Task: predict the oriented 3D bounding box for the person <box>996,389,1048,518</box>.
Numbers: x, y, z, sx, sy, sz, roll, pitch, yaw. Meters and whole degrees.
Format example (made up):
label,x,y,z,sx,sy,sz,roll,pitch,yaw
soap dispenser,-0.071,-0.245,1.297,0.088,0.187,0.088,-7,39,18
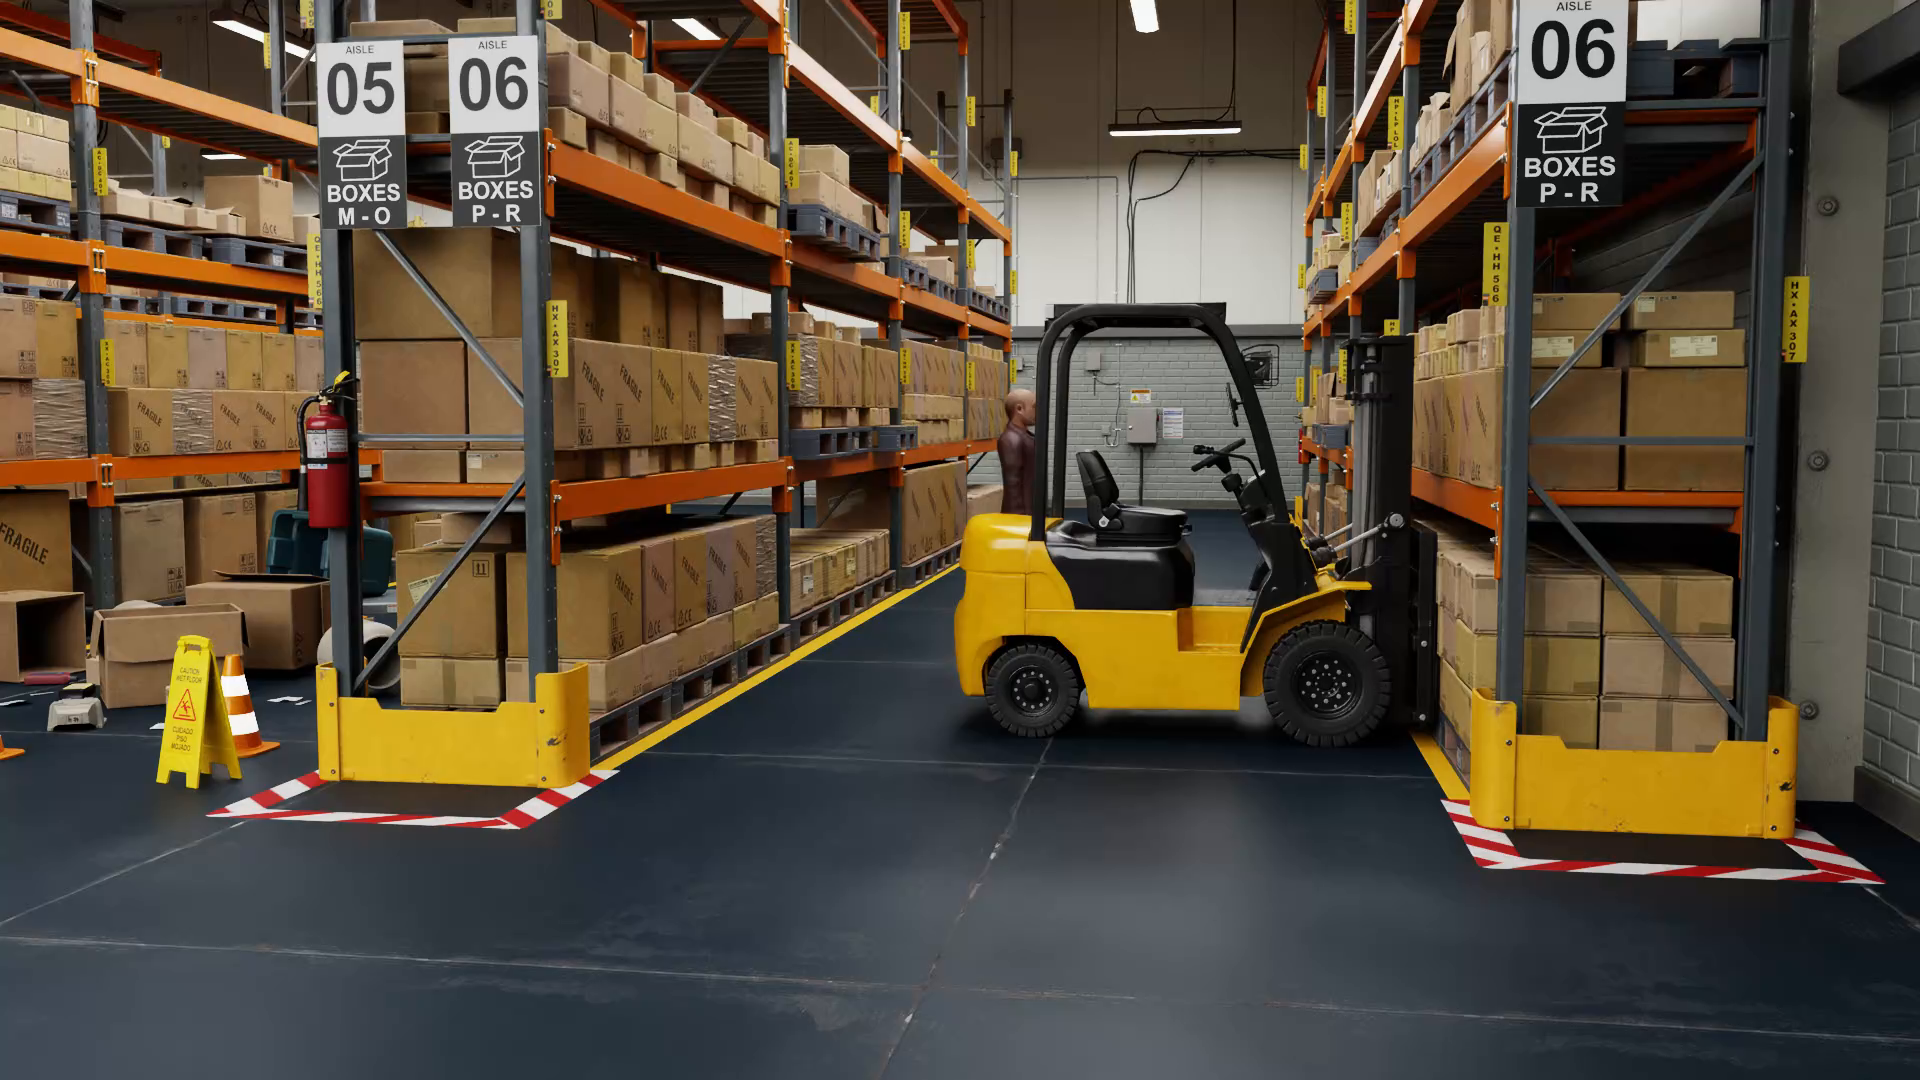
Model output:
label,x,y,z,sx,sy,sz,roll,pitch,yaw
person,0.428,-0.094,10.842,0.402,1.780,0.562,1,4,10
